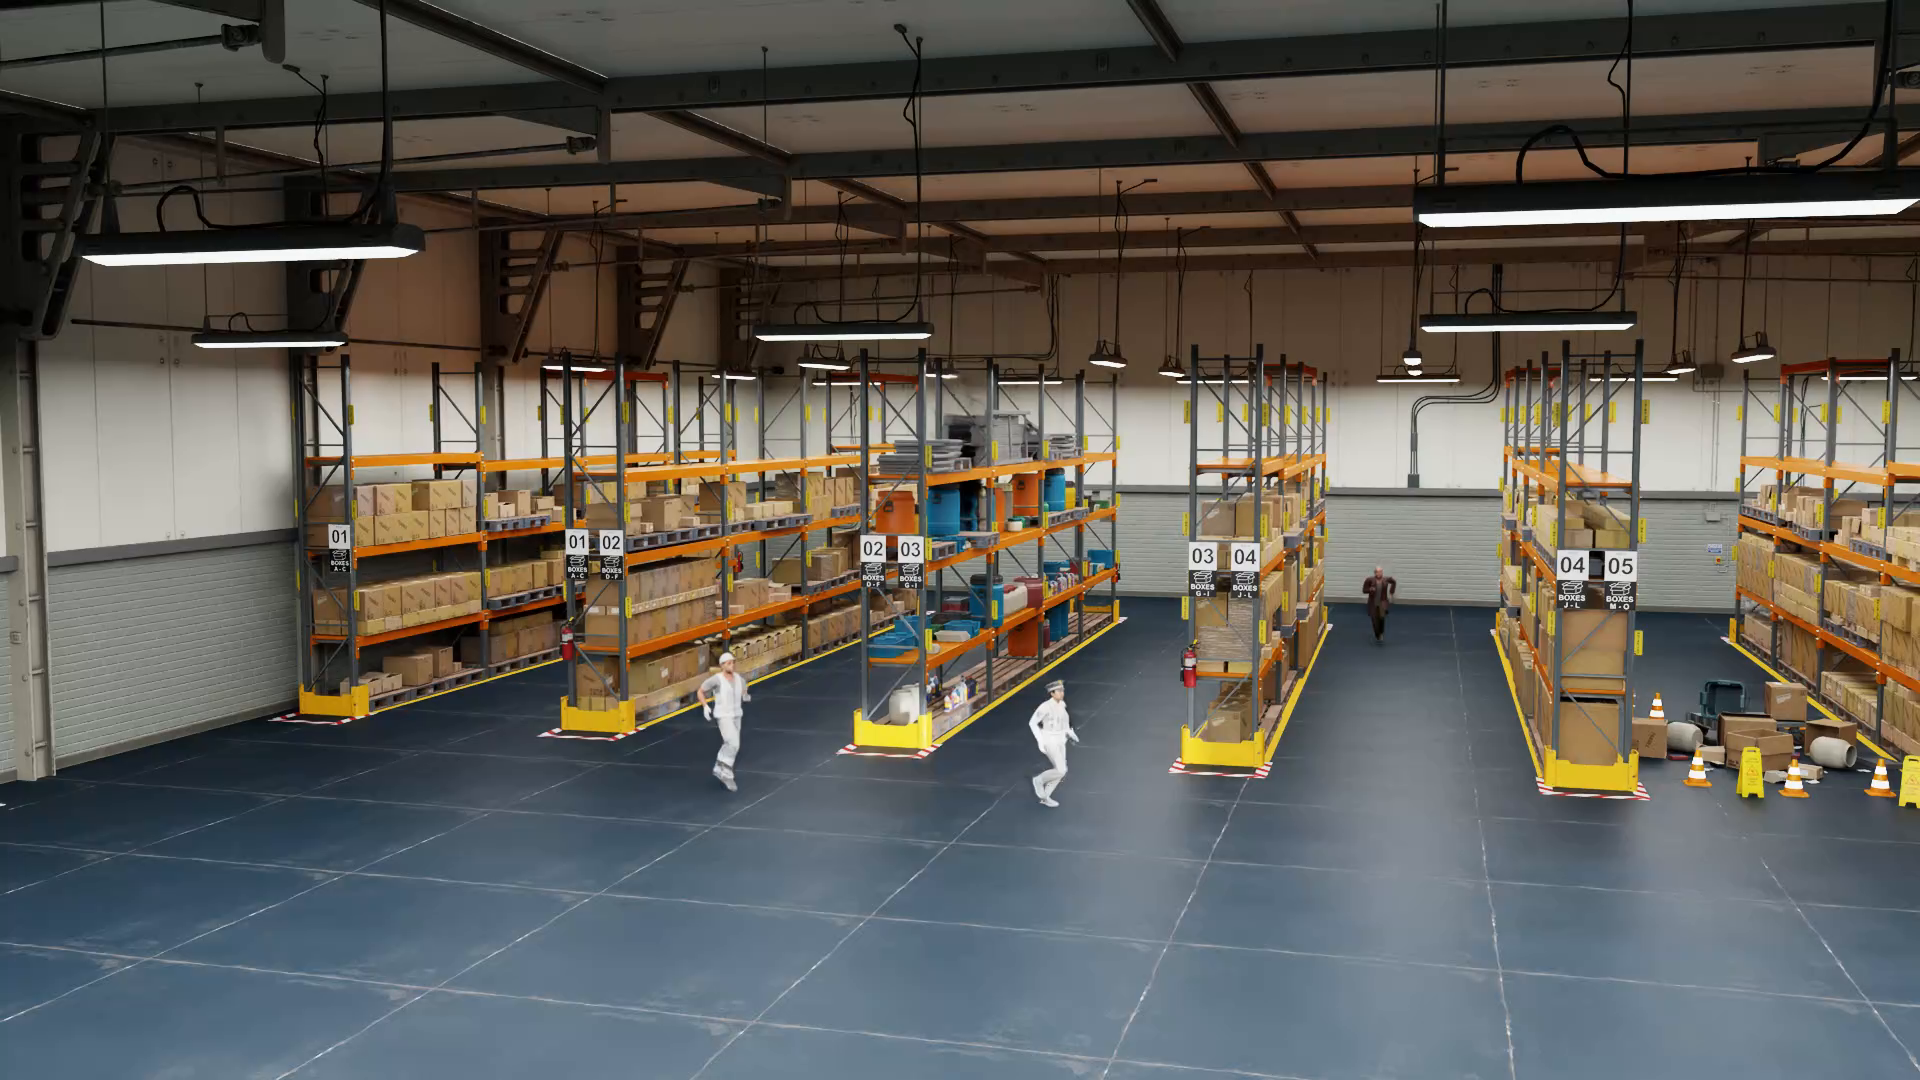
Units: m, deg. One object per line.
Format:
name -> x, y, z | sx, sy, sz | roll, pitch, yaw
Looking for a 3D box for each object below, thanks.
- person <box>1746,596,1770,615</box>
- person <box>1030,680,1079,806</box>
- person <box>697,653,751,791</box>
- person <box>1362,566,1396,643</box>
person -> 18.125, 1.328, 37.749 | 0.787, 1.722, 0.727 | -4, 6, -43
person -> 1.228, 2.593, 21.219 | 0.576, 1.643, 0.600 | 4, 6, 42
person -> -3.112, 2.435, 22.370 | 0.758, 1.839, 0.646 | 4, 6, 40
person -> 9.113, 1.413, 36.180 | 0.687, 1.706, 0.934 | 1, 5, 18
